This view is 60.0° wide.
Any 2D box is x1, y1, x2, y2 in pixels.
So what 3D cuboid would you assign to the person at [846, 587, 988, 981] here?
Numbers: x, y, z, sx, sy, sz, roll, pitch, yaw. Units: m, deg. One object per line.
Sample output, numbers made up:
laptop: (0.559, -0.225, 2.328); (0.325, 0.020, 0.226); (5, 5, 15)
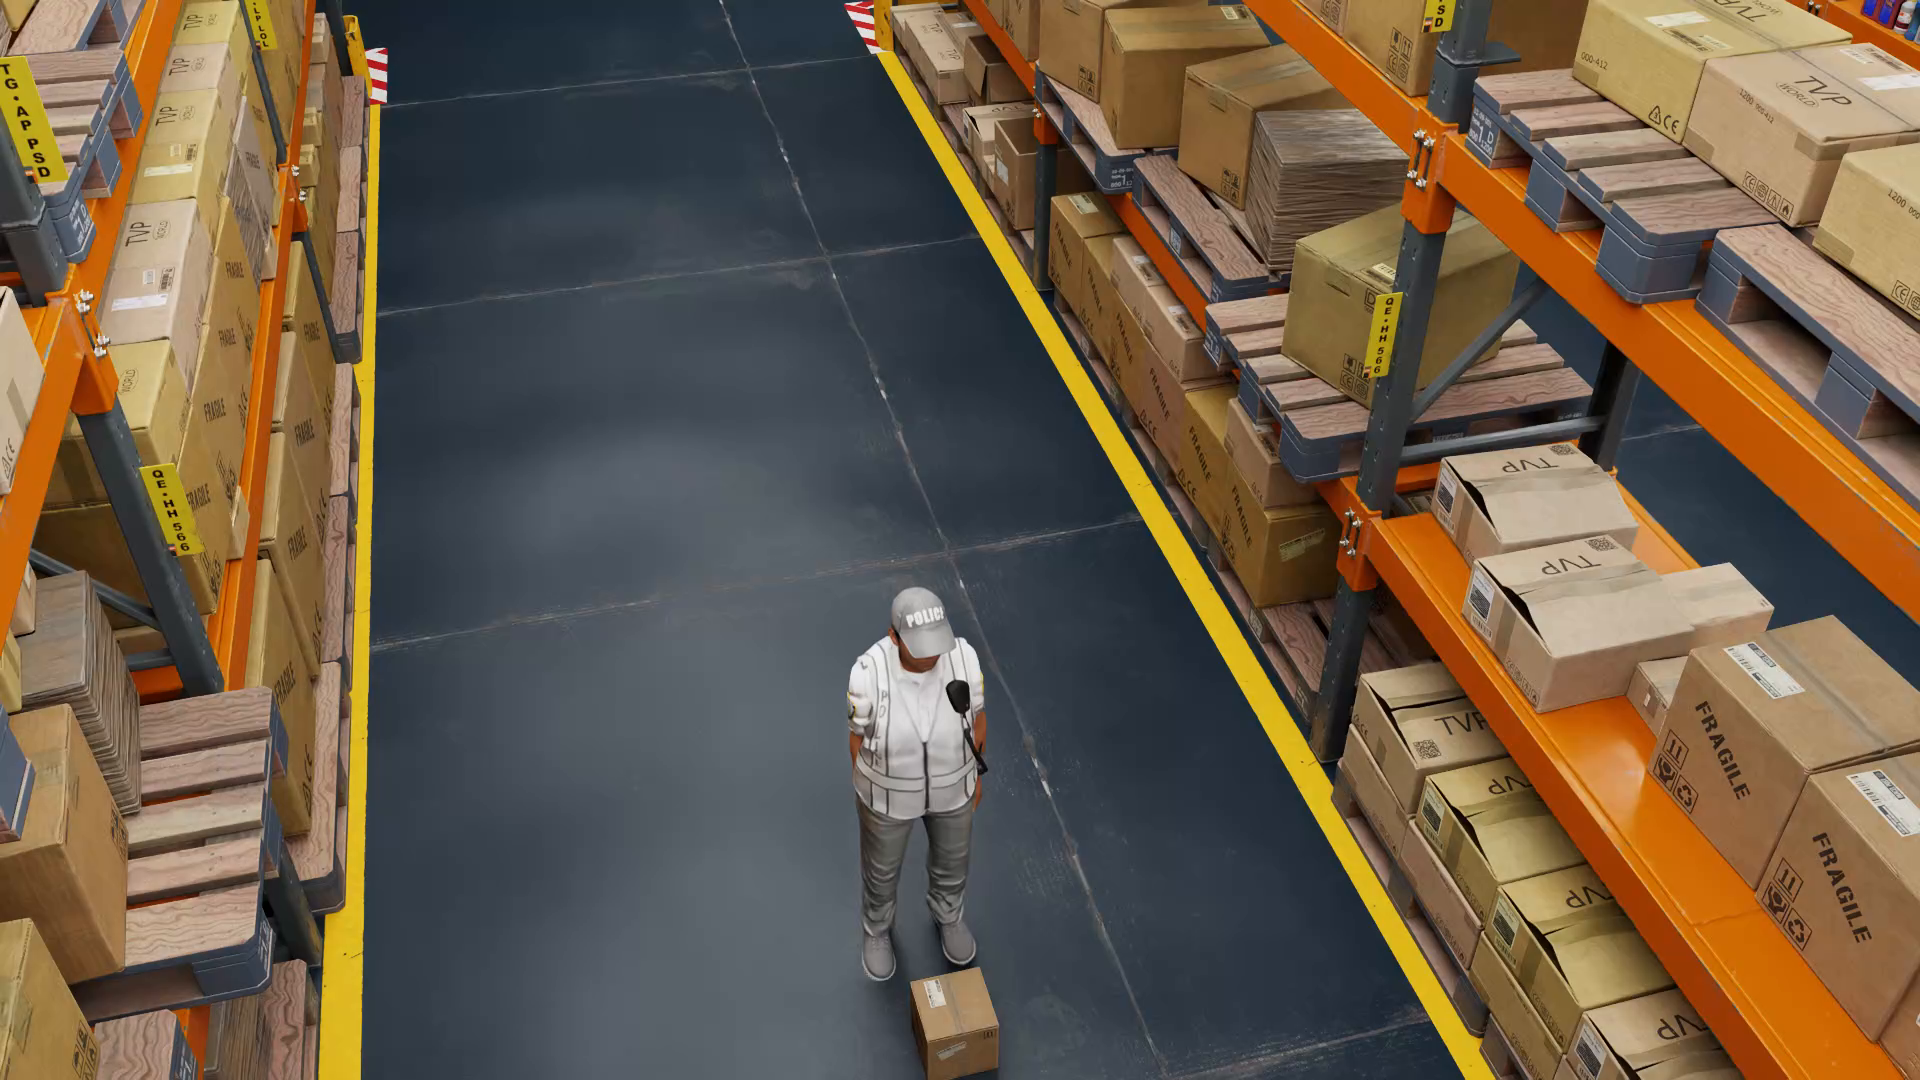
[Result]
person: (-0.136, 0.843, 5.660); (0.481, 1.676, 0.390); (-9, 39, -11)
